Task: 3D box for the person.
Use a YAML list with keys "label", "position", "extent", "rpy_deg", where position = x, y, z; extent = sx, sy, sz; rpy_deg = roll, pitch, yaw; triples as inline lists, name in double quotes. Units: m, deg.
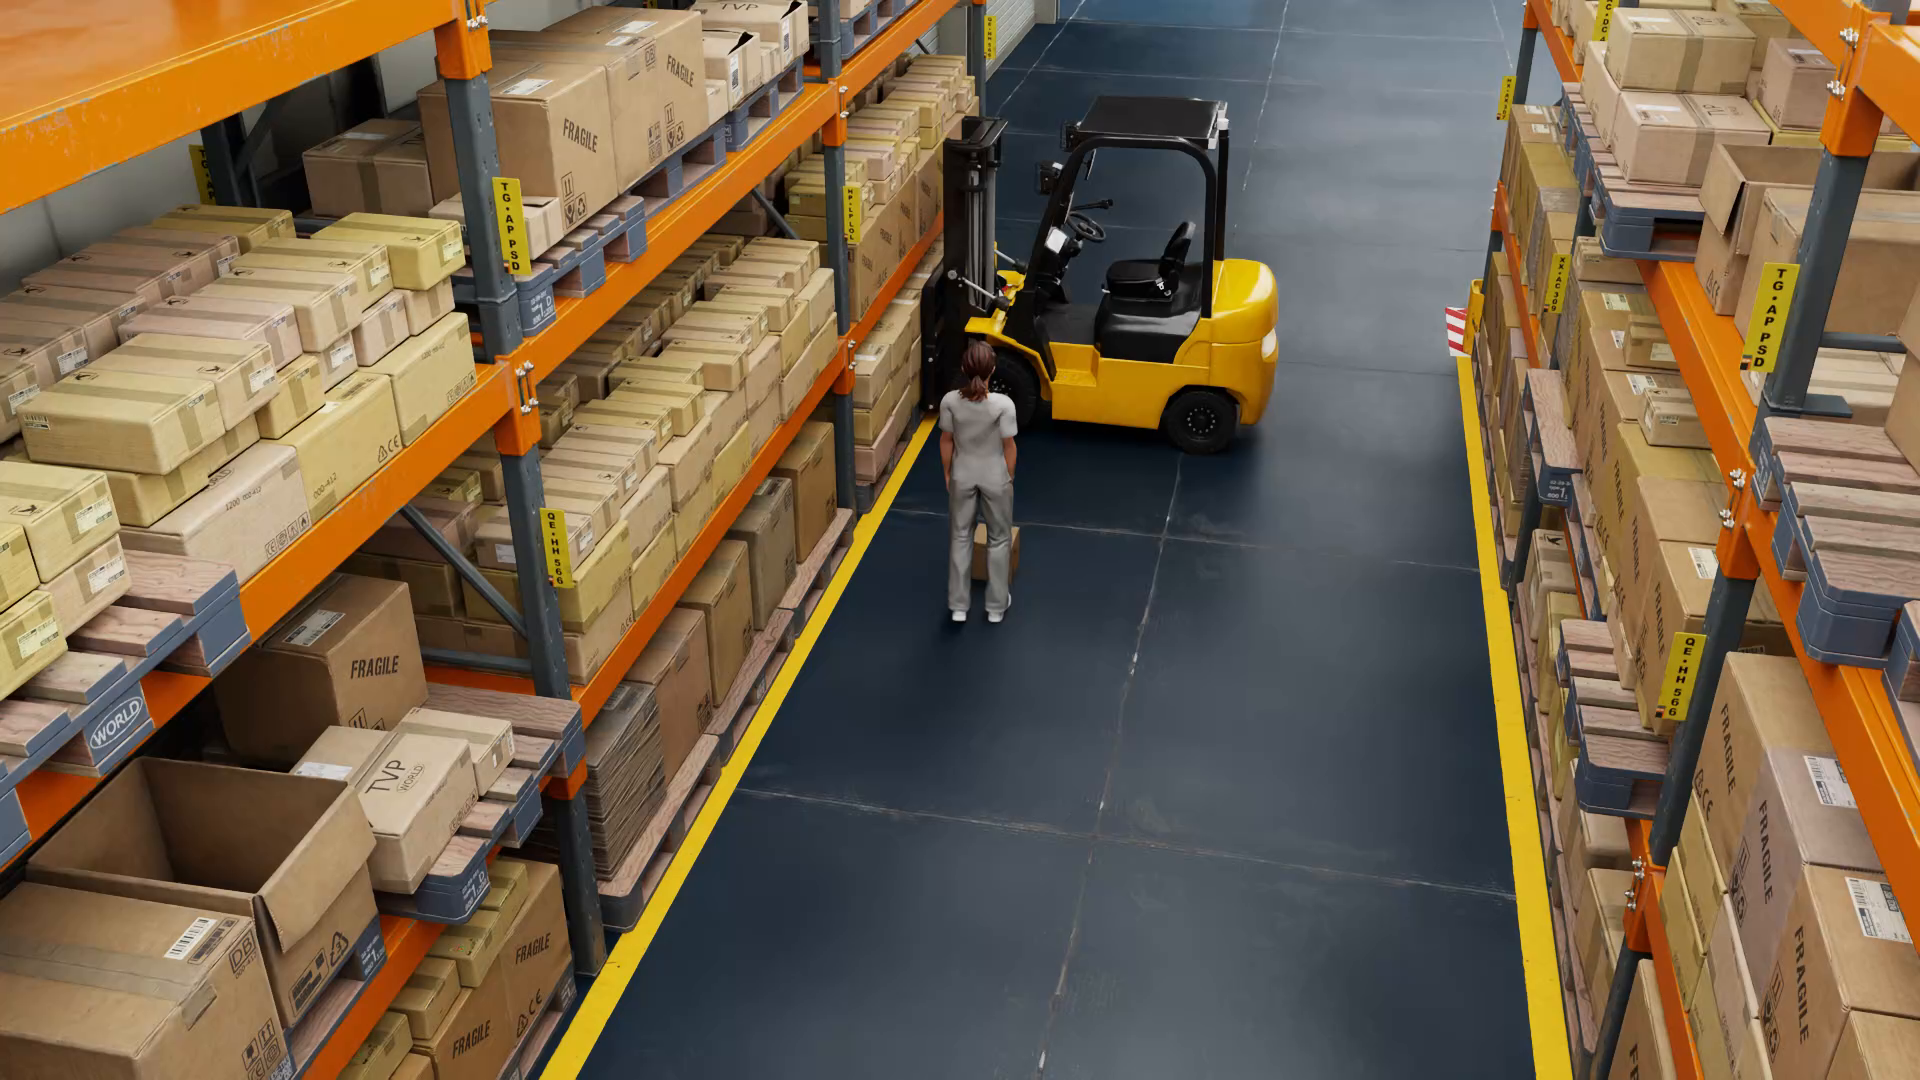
- label: "person"
  position: [0.104, -0.309, 9.207]
  extent: [0.436, 1.690, 0.377]
  rpy_deg: [7, 30, 12]
